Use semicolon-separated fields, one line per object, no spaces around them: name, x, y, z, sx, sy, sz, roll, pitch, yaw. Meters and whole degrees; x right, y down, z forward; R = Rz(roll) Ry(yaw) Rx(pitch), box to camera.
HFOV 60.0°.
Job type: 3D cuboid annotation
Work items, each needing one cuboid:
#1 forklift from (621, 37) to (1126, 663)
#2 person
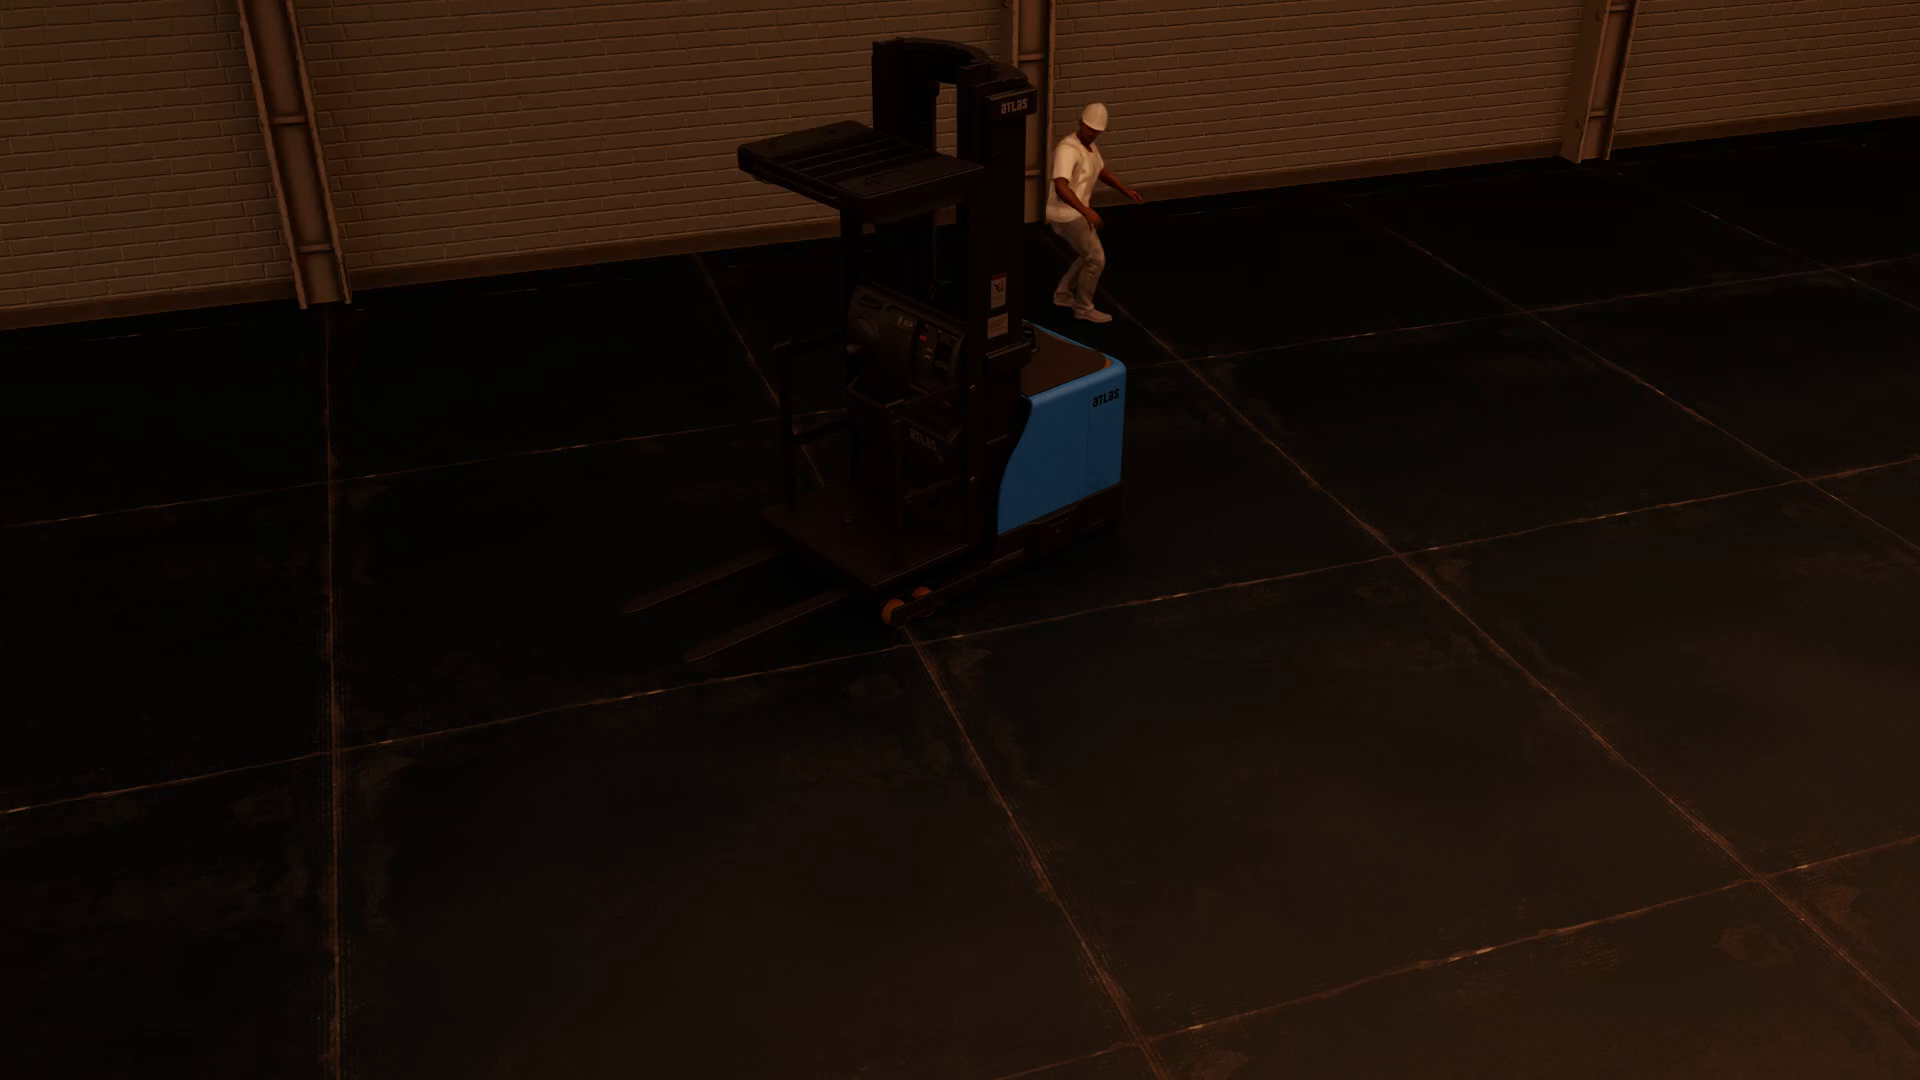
forklift;-0.461;-1.072;8.951;3.031;2.935;1.130;-23;37;-34
person;1.016;-2.476;12.666;0.707;1.694;0.832;6;30;9
